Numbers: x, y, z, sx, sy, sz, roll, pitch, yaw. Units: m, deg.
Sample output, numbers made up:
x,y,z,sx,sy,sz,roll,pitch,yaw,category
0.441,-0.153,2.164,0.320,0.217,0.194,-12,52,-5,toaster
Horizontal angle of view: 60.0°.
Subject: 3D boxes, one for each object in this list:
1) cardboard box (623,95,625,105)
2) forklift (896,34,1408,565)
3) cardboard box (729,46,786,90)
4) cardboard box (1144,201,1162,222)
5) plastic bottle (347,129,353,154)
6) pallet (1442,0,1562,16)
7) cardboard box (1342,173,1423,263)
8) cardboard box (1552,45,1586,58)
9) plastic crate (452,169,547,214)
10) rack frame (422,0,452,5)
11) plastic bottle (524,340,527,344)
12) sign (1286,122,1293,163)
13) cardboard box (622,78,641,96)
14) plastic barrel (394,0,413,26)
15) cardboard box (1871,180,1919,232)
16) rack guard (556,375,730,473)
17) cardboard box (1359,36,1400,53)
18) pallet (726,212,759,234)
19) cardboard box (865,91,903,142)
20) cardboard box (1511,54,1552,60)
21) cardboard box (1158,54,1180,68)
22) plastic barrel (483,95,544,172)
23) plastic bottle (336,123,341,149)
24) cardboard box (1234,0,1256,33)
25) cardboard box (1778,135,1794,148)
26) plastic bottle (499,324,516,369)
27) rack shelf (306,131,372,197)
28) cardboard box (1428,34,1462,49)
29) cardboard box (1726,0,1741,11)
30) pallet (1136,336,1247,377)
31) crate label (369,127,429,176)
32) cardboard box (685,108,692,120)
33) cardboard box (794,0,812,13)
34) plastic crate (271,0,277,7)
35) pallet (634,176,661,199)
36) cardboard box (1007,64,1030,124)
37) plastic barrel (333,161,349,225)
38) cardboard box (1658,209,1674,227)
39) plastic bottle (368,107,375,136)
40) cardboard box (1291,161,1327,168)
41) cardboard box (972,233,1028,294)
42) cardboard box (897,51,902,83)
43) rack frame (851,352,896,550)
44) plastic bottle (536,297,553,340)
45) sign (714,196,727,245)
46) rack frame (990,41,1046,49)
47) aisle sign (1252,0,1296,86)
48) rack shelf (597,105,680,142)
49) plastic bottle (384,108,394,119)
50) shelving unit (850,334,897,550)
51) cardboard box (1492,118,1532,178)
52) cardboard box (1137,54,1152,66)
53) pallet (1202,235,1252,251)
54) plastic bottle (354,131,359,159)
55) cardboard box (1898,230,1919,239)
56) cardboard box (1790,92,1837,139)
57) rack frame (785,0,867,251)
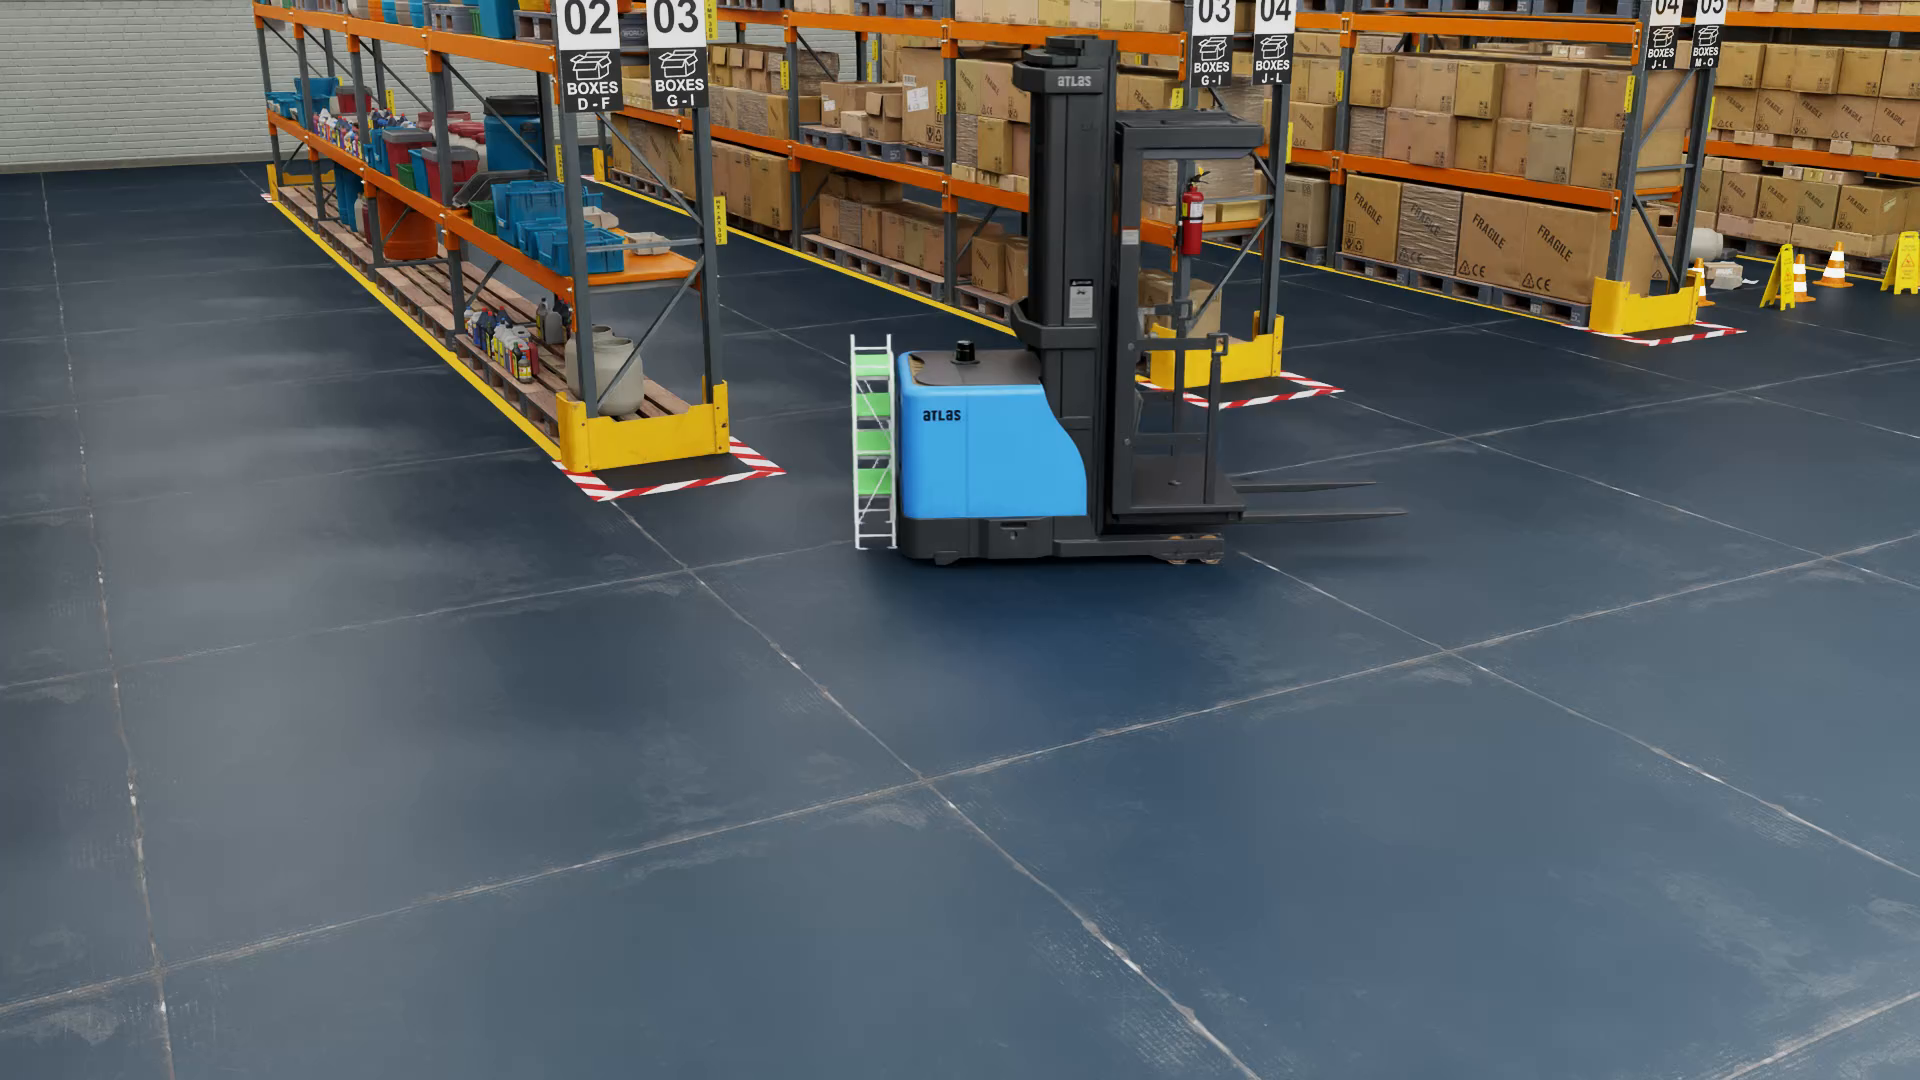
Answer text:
x,y,z,sx,sy,sz,roll,pitch,yaw,category
-5.026,-6.792,25.601,0.380,0.149,0.250,-10,22,-28,cardboard box
1.144,-1.412,9.730,3.031,2.935,1.130,-1,19,-4,forklift
-2.559,-6.175,21.736,0.797,0.503,0.637,-9,21,-25,cardboard box
1.769,-2.768,13.940,0.380,0.149,0.250,-10,21,-27,cardboard box
-6.855,-4.498,18.764,0.097,0.271,0.097,0,19,0,plastic bottle
5.672,-5.442,16.843,1.003,0.211,1.213,-10,21,-27,pallet
4.955,-3.655,18.740,0.875,0.875,0.875,-10,21,-26,cardboard box
8.118,-6.510,22.151,0.380,0.149,0.250,-11,22,-29,cardboard box
-3.918,-2.947,14.168,0.767,0.338,0.504,-10,21,-27,plastic crate
-4.054,-5.982,13.672,1.000,3.000,0.127,-10,21,-27,rack frame
-3.571,-1.537,13.603,0.097,0.201,0.097,0,19,0,plastic bottle
2.681,-3.258,13.649,0.100,0.325,0.005,-10,21,-27,sign
-4.915,-6.955,25.463,0.500,0.250,0.500,-11,22,-28,cardboard box
-4.797,-5.101,14.949,0.600,0.901,0.600,0,19,0,plastic barrel
10.774,-3.834,19.067,0.500,0.500,0.500,-11,22,-28,cardboard box
-2.232,-0.831,11.773,1.175,0.500,0.348,-10,21,-27,rack guard
6.400,-7.371,25.207,0.500,0.500,0.500,-10,21,-26,cardboard box
-2.478,-4.331,22.360,1.003,0.211,1.213,-10,21,-27,pallet
-0.600,-4.644,18.189,0.797,0.503,0.637,-8,20,-21,cardboard box
7.879,-6.373,22.750,0.500,0.500,0.500,-11,22,-29,cardboard box
3.023,-6.190,21.787,0.700,0.500,0.500,-10,21,-27,cardboard box
-3.971,-3.541,15.026,0.600,0.901,0.708,-10,21,-27,plastic barrel
-7.215,-4.709,19.358,0.061,0.283,0.133,-10,21,-27,plastic bottle
2.203,-4.291,13.598,0.500,0.250,0.500,-9,21,-25,cardboard box
9.851,-4.697,19.531,0.380,0.149,0.250,-10,21,-27,cardboard box
-3.656,-1.576,13.488,0.144,0.351,0.185,-9,21,-24,plastic bottle
-6.904,-4.529,19.760,1.077,0.370,4.000,-10,21,-27,rack shelf
9.121,-9.408,31.421,0.500,0.500,0.500,-11,22,-28,cardboard box
9.332,-6.404,19.879,0.380,0.149,0.250,-9,21,-25,cardboard box
1.813,-1.707,14.756,1.003,0.211,1.213,-10,21,-27,pallet
-5.720,-3.984,17.025,0.502,0.435,0.616,-10,21,-27,crate label
-3.496,-6.086,23.018,0.500,0.500,0.500,-10,21,-26,cardboard box
-1.596,-6.234,19.232,0.500,0.250,0.500,-10,21,-26,cardboard box
-8.972,-7.269,22.181,0.437,0.282,0.530,-10,21,-27,plastic crate
-4.370,-5.473,25.668,1.003,0.211,1.213,-10,21,-27,pallet
0.770,-4.118,15.326,0.500,0.500,0.500,-10,21,-27,cardboard box
-7.610,-4.491,21.120,0.600,0.901,0.708,-10,21,-27,plastic barrel
8.337,-3.750,20.228,0.500,0.500,0.500,4,19,11,cardboard box
-7.256,-5.184,20.632,0.144,0.351,0.185,-10,21,-27,plastic bottle
6.028,-6.515,27.028,0.875,0.875,0.875,-9,21,-25,cardboard box
0.459,-2.809,16.862,0.500,0.500,0.500,-11,22,-28,cardboard box
-0.734,-7.964,28.003,0.500,0.500,0.500,-10,21,-27,cardboard box
-0.506,-0.515,9.784,0.240,1.200,0.015,-1,19,-4,rack frame
-3.622,-1.939,14.540,0.144,0.351,0.185,-10,21,-27,plastic bottle
-1.669,-2.213,11.521,0.100,0.325,0.005,-10,21,-27,sign
0.919,-6.949,25.672,1.000,3.000,0.127,-10,21,-27,rack frame
2.497,-4.023,13.205,0.394,0.787,0.004,-10,21,-27,aisle sign
-4.444,-6.444,25.311,1.077,0.370,4.000,-10,21,-27,rack shelf
-7.041,-5.153,20.543,0.144,0.351,0.185,-10,21,-27,plastic bottle
-0.523,-0.594,10.014,0.258,1.200,0.503,-1,19,-4,shelving unit
5.965,-4.010,16.923,0.875,0.550,0.550,-10,21,-27,cardboard box
3.568,-8.617,30.353,0.500,0.500,0.500,-10,22,-27,cardboard box
3.702,-3.895,21.096,1.003,0.211,1.213,-10,21,-27,pallet
-6.631,-4.356,18.334,0.061,0.283,0.133,-10,21,-27,plastic bottle
10.786,-3.473,19.170,0.500,0.250,0.500,-10,21,-27,cardboard box
9.957,-4.890,19.094,0.500,0.500,0.500,-10,21,-27,cardboard box
-1.595,-5.062,20.202,1.000,3.000,0.127,-10,21,-27,rack frame
